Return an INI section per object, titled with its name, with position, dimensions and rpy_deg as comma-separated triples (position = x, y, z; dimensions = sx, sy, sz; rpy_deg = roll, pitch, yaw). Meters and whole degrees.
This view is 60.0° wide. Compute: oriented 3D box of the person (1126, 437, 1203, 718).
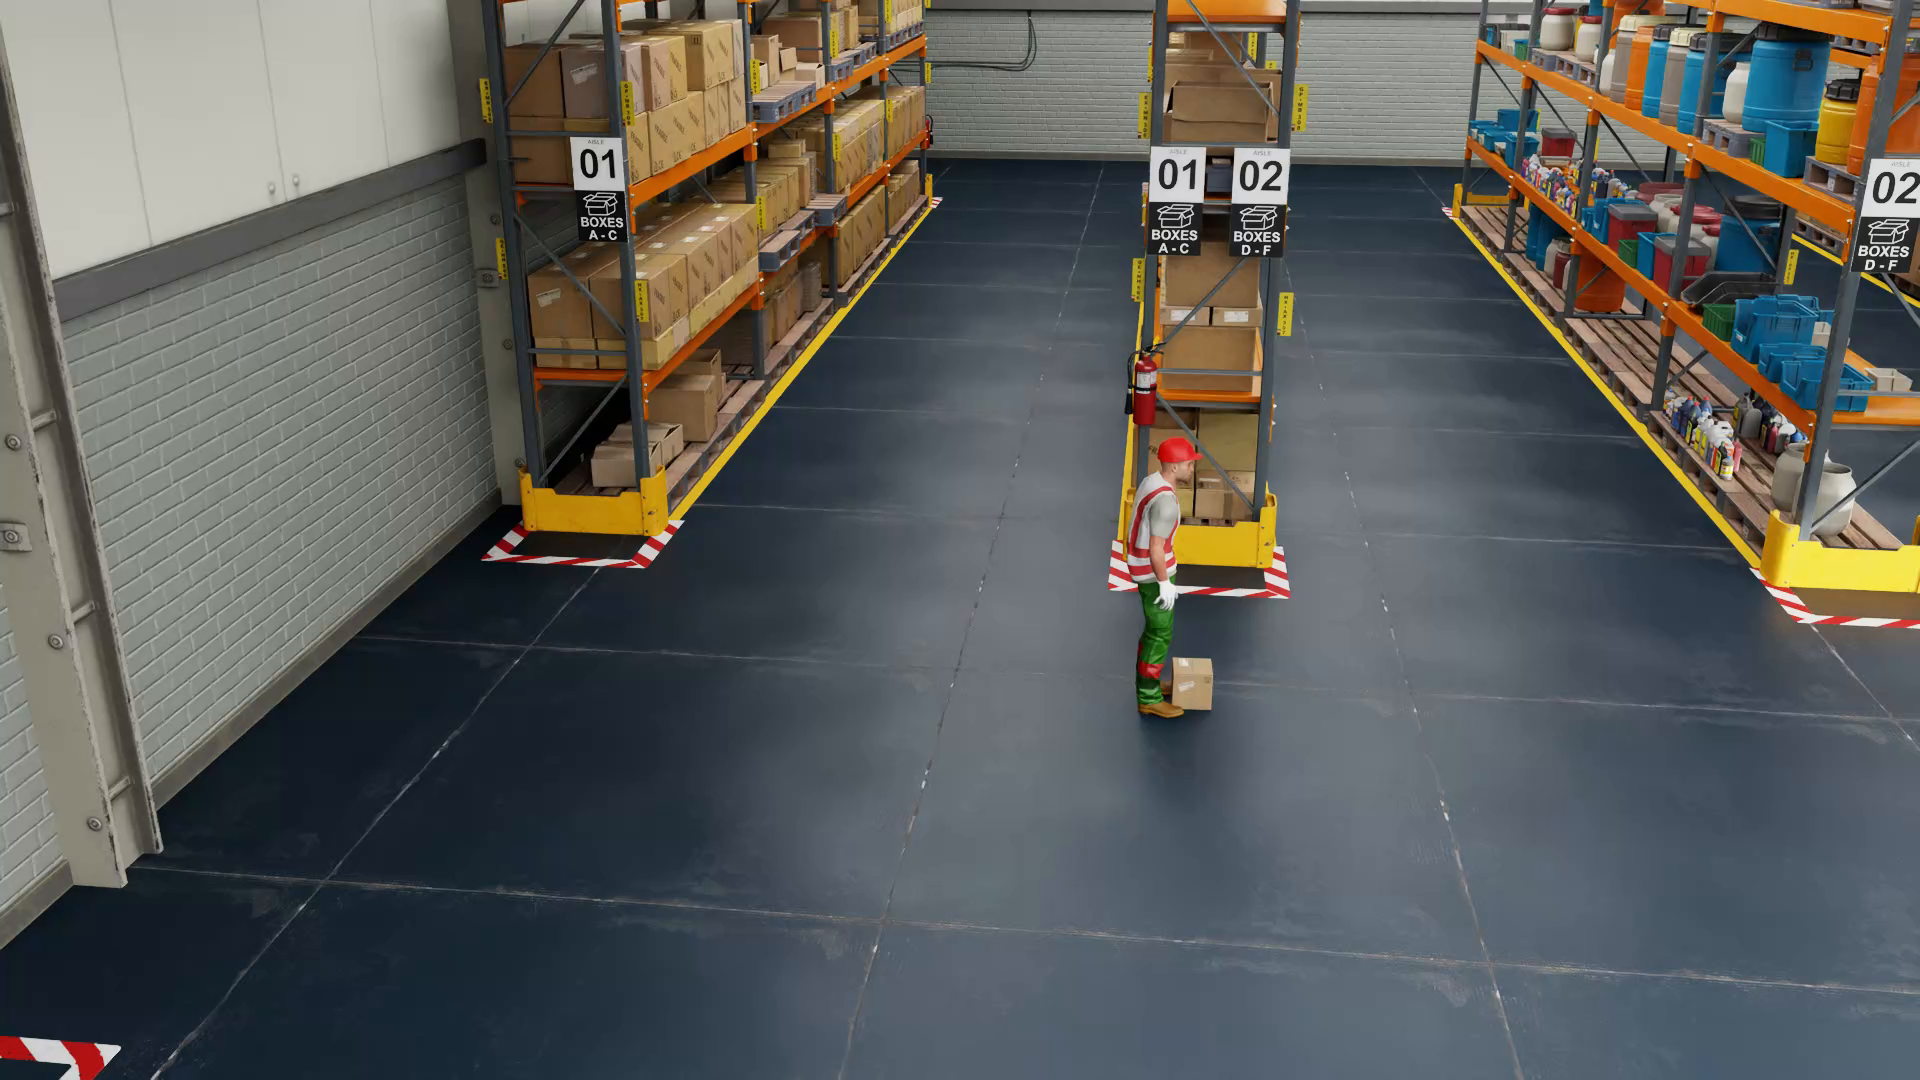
[person]
position = 1.273, 0.208, 10.519
dimensions = 0.453, 1.778, 0.615
rpy_deg = 1, 21, 3
